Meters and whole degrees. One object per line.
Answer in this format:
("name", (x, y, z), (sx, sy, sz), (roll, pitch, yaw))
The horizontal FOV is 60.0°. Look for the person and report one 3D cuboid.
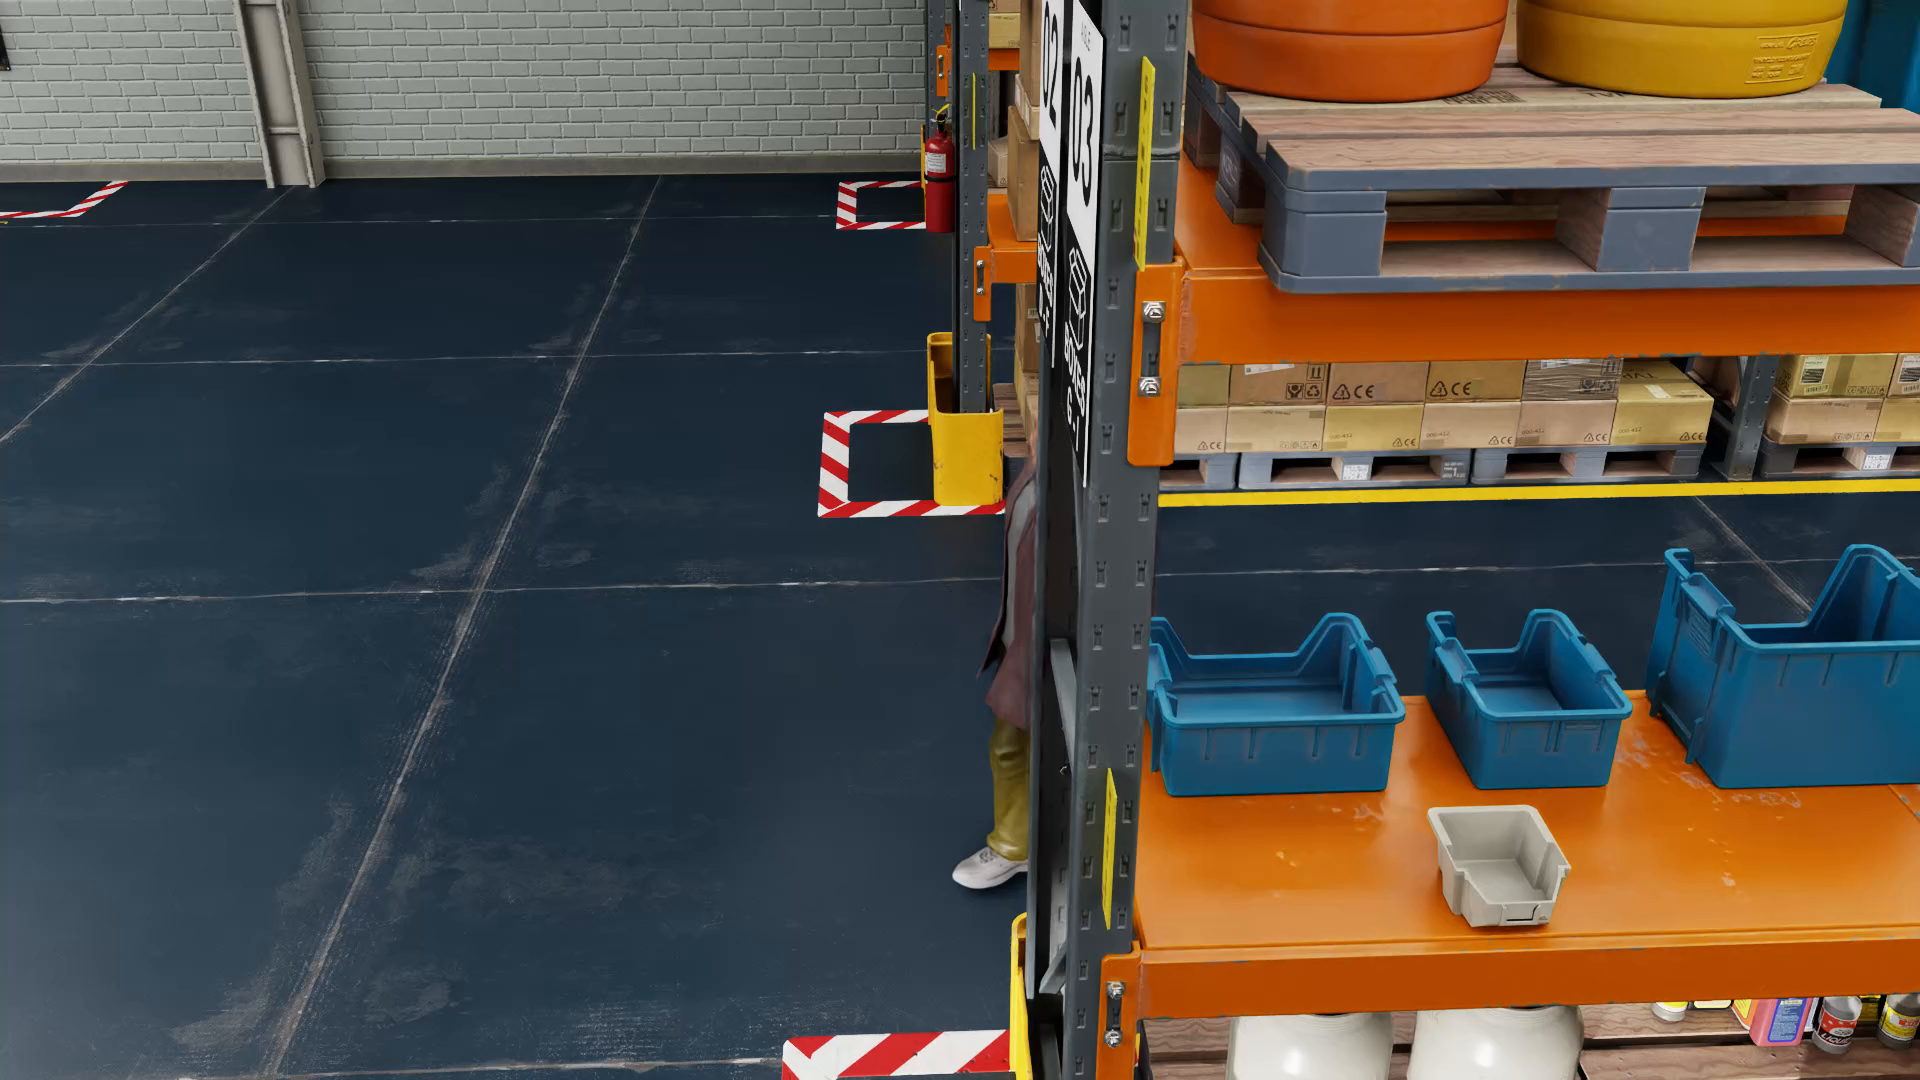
("person", (0.336, 0.404, 5.537), (0.811, 1.550, 0.595), (-8, 28, -15))
